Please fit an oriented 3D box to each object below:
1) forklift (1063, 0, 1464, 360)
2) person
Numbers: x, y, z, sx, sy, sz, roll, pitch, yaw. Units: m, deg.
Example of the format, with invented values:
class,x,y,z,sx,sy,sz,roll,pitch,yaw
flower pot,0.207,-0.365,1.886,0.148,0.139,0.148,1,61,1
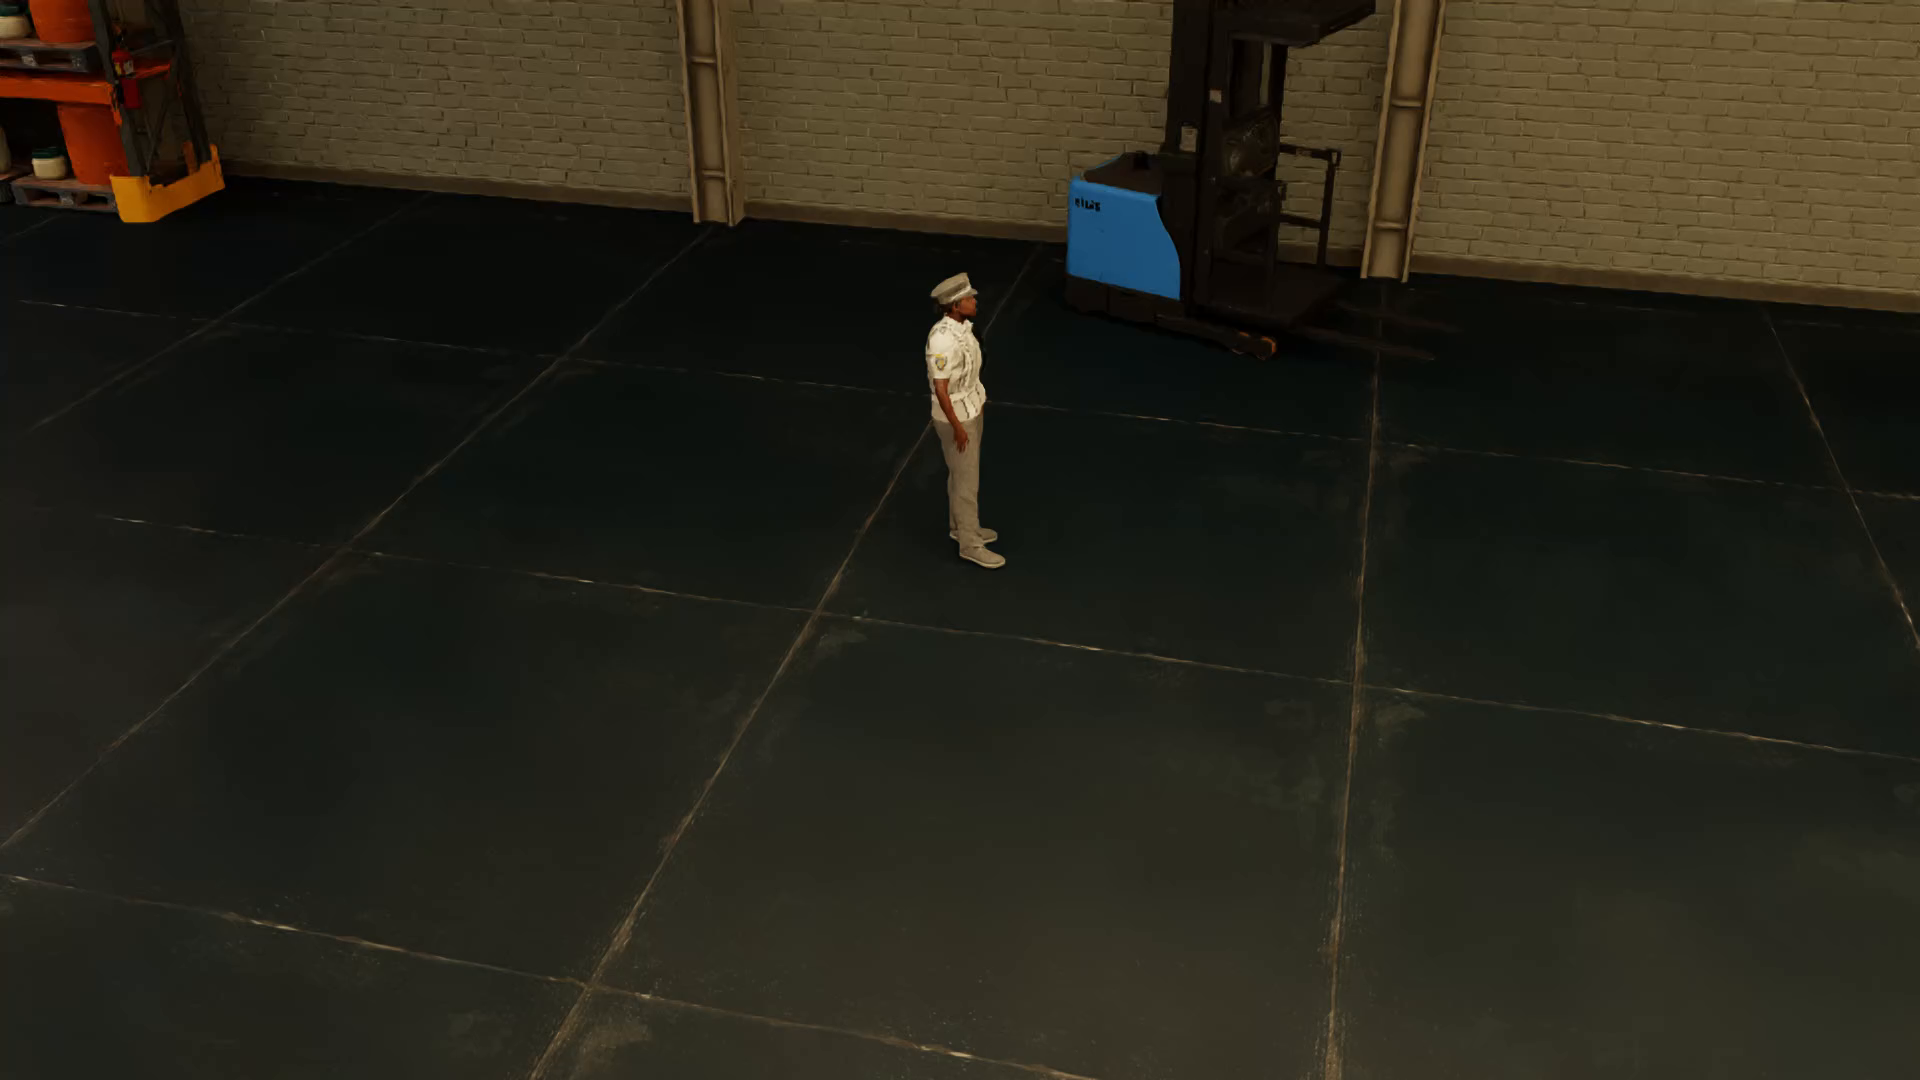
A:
class,x,y,z,sx,sy,sz,roll,pitch,yaw
forklift,2.341,-2.935,12.351,3.031,2.935,1.130,18,34,29
person,0.068,-0.726,9.690,0.529,1.695,0.570,7,30,12
